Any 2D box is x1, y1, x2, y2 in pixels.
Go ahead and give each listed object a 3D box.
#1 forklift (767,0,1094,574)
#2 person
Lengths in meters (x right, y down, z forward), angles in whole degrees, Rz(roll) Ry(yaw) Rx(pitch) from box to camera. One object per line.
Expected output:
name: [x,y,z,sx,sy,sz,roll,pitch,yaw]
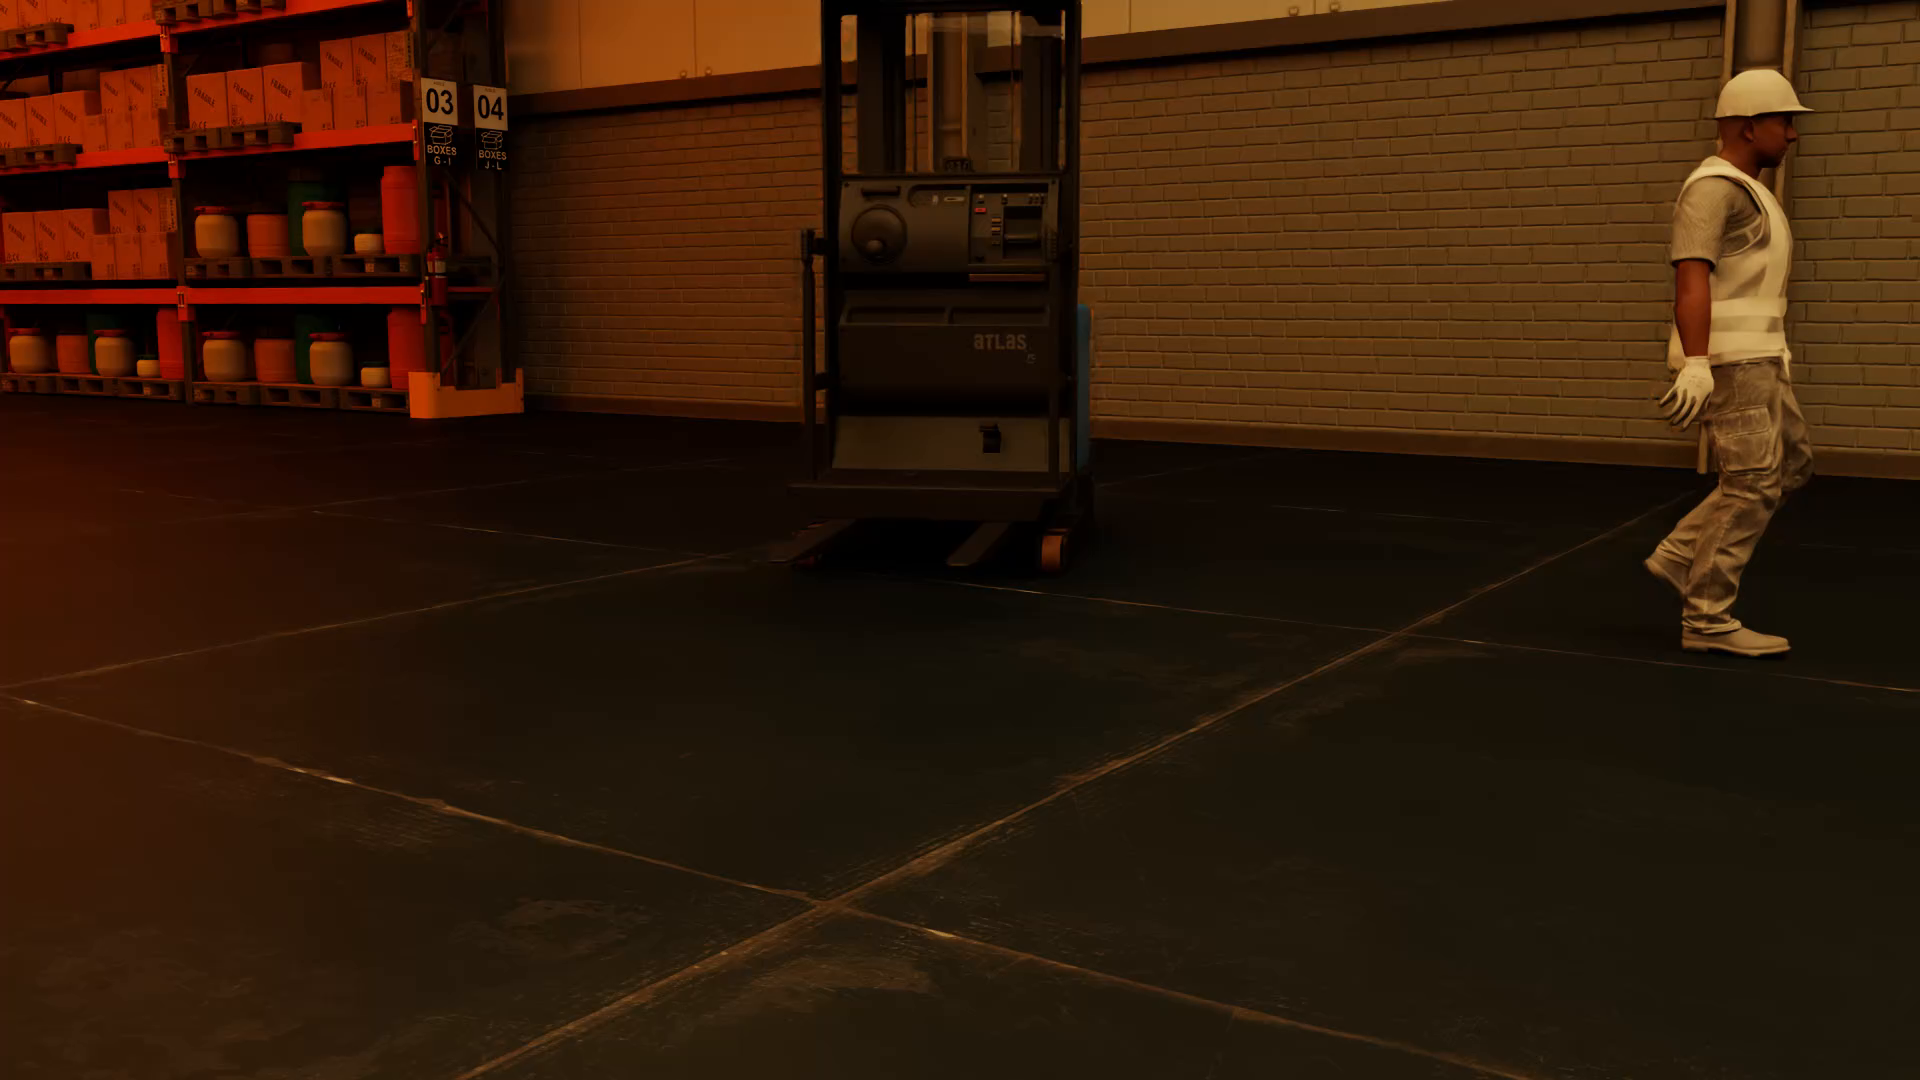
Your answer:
forklift: [-0.079,-1.365,6.791,1.130,2.935,3.031,1,8,9]
person: [2.390,-0.536,5.116,0.483,1.764,0.748,4,9,24]
